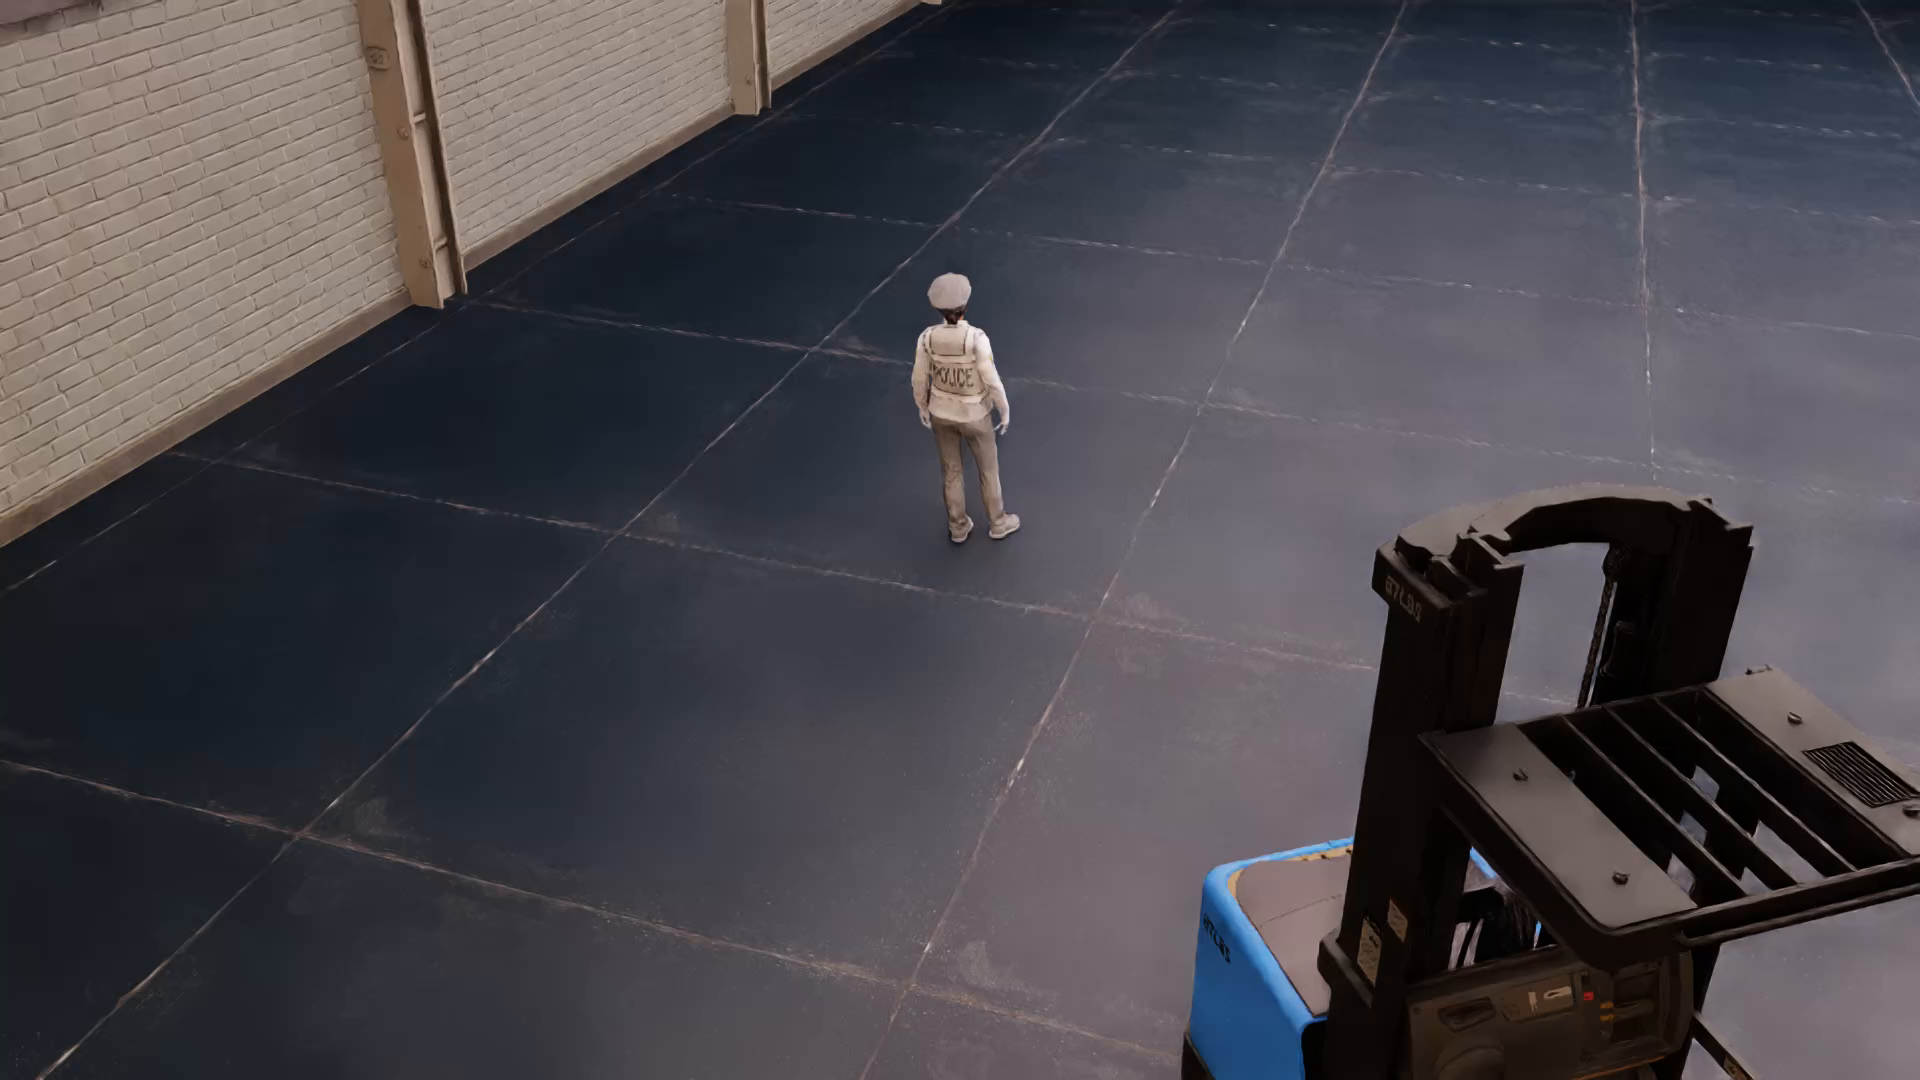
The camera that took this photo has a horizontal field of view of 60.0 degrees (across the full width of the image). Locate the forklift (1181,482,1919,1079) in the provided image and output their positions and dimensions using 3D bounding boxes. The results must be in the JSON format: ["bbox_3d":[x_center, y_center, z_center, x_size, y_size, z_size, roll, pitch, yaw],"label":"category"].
[{"bbox_3d":[1.763,1.448,4.597,1.130,2.935,3.031,-9,31,-15],"label":"forklift"}]

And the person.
[{"bbox_3d":[0.029,-0.773,9.726,0.586,1.695,0.532,10,31,16],"label":"person"}]
